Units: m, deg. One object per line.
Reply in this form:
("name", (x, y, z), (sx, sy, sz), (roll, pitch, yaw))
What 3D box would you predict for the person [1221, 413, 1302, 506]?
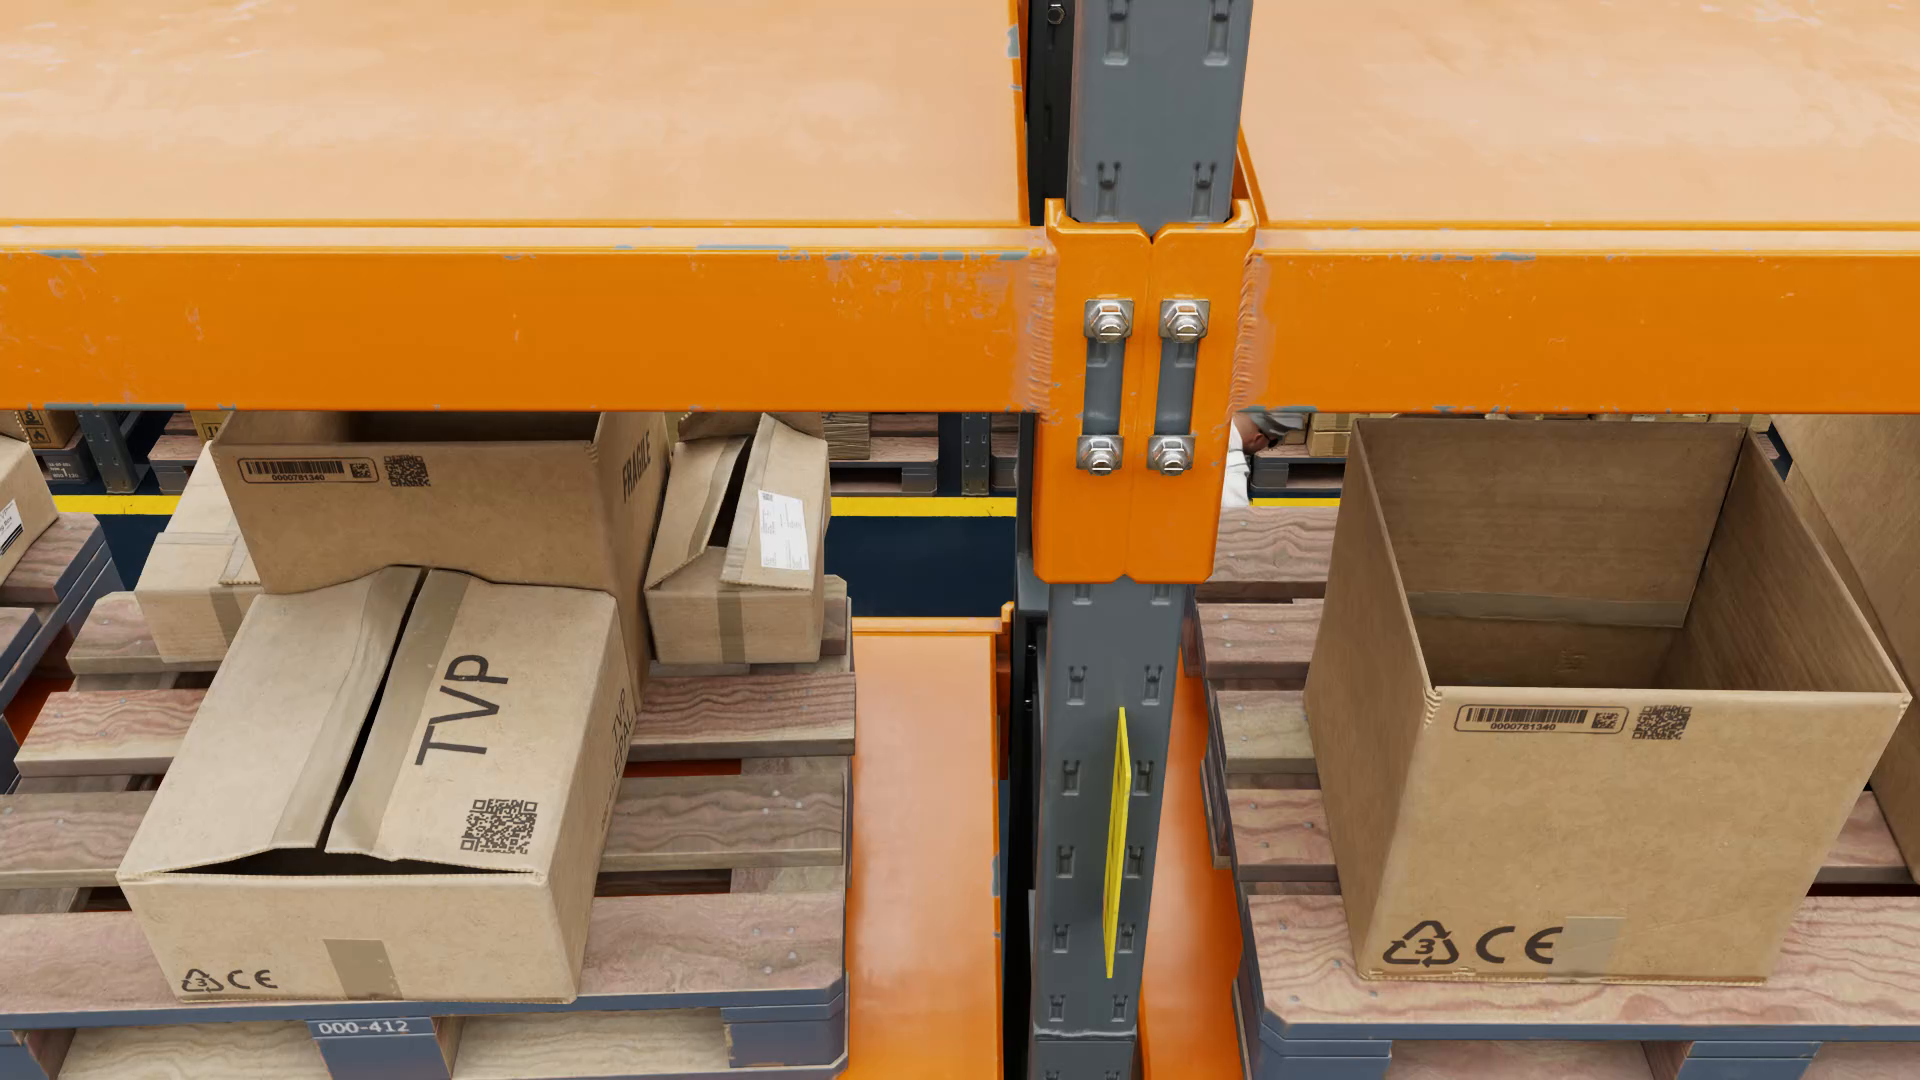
("person", (0.881, -0.063, 6.674), (0.898, 1.190, 0.576), (-6, 40, -7))
